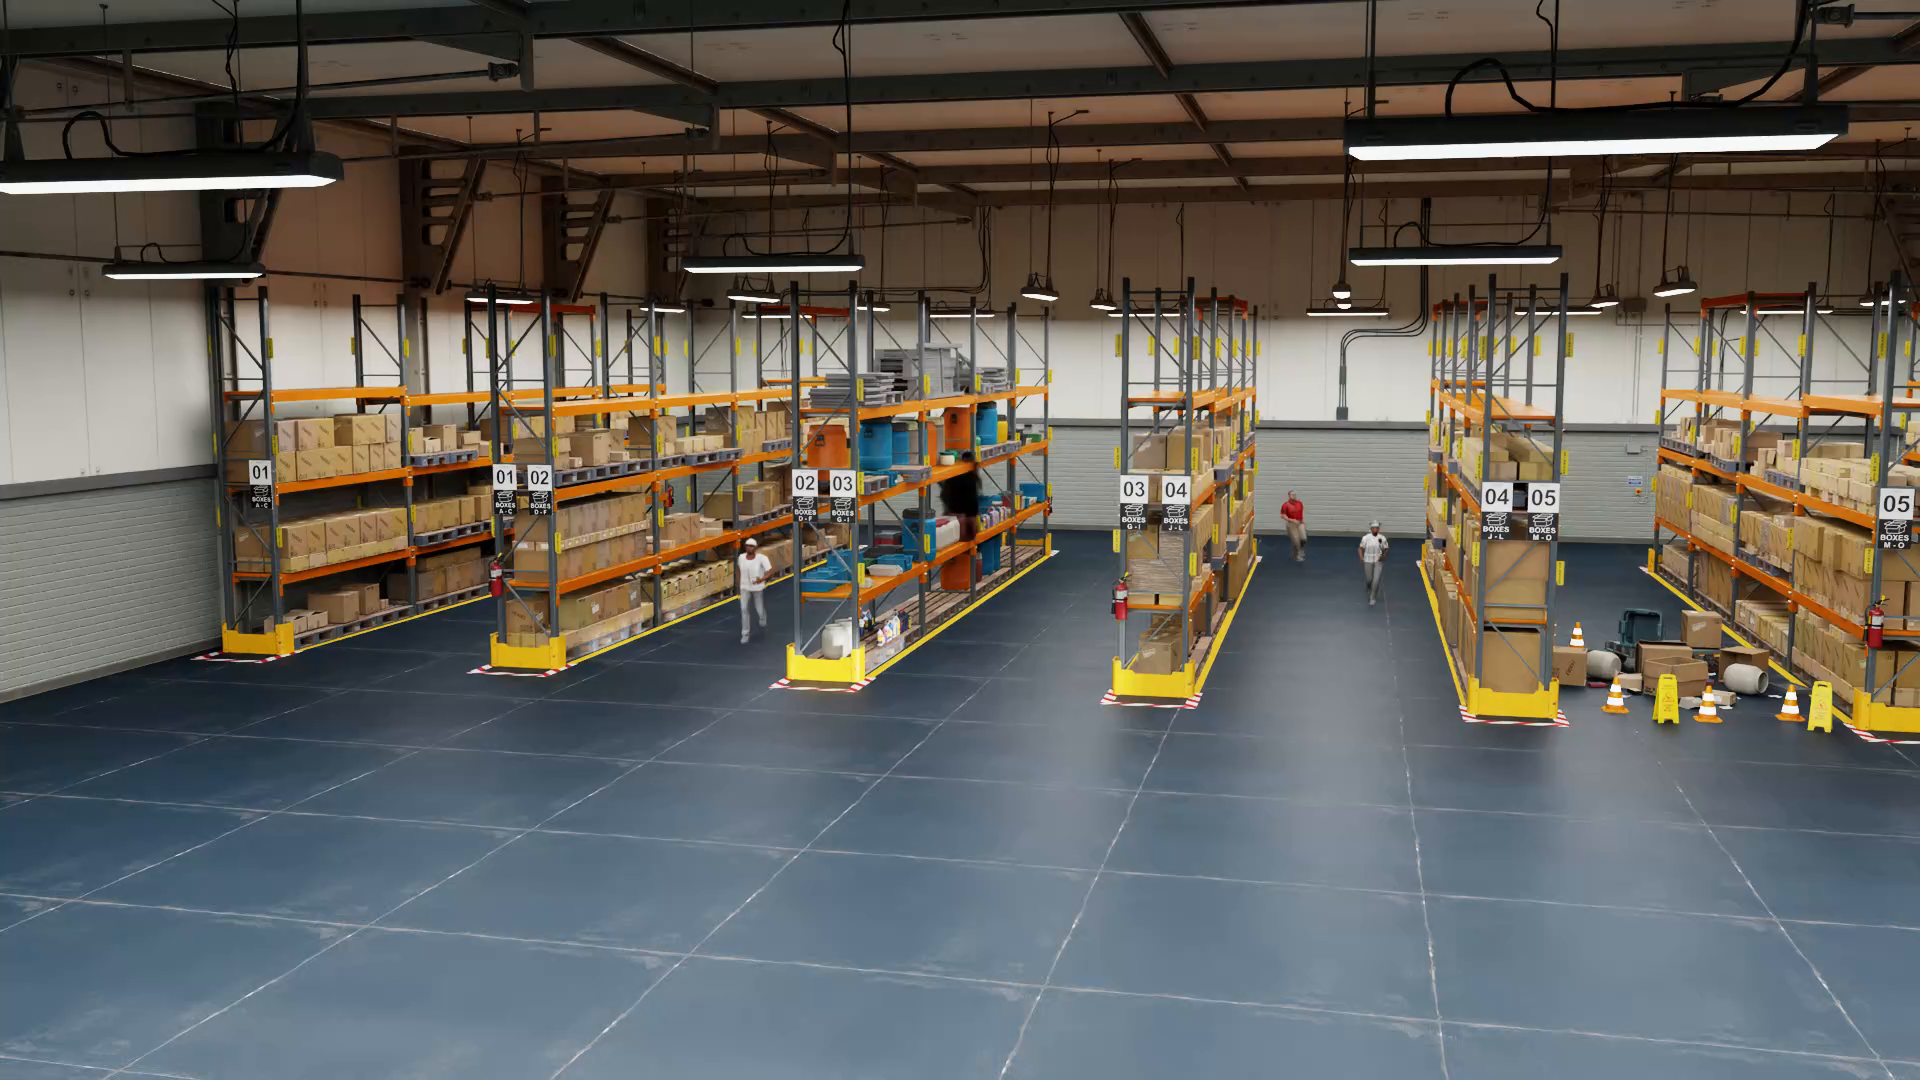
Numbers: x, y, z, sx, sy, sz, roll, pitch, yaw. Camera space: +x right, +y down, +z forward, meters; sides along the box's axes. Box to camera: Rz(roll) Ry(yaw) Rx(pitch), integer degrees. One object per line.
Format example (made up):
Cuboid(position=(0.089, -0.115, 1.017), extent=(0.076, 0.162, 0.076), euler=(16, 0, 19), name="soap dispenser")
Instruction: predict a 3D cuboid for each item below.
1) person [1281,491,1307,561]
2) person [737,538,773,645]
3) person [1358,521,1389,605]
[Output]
Cuboid(position=(7.884, -0.326, 39.156), extent=(0.647, 1.660, 0.557), euler=(-2, 7, -13), name="person")
Cuboid(position=(-3.556, 0.796, 28.708), extent=(0.667, 1.663, 1.128), euler=(1, 7, 5), name="person")
Cuboid(position=(8.139, 0.441, 32.727), extent=(0.586, 1.669, 0.556), euler=(1, 7, 13), name="person")
